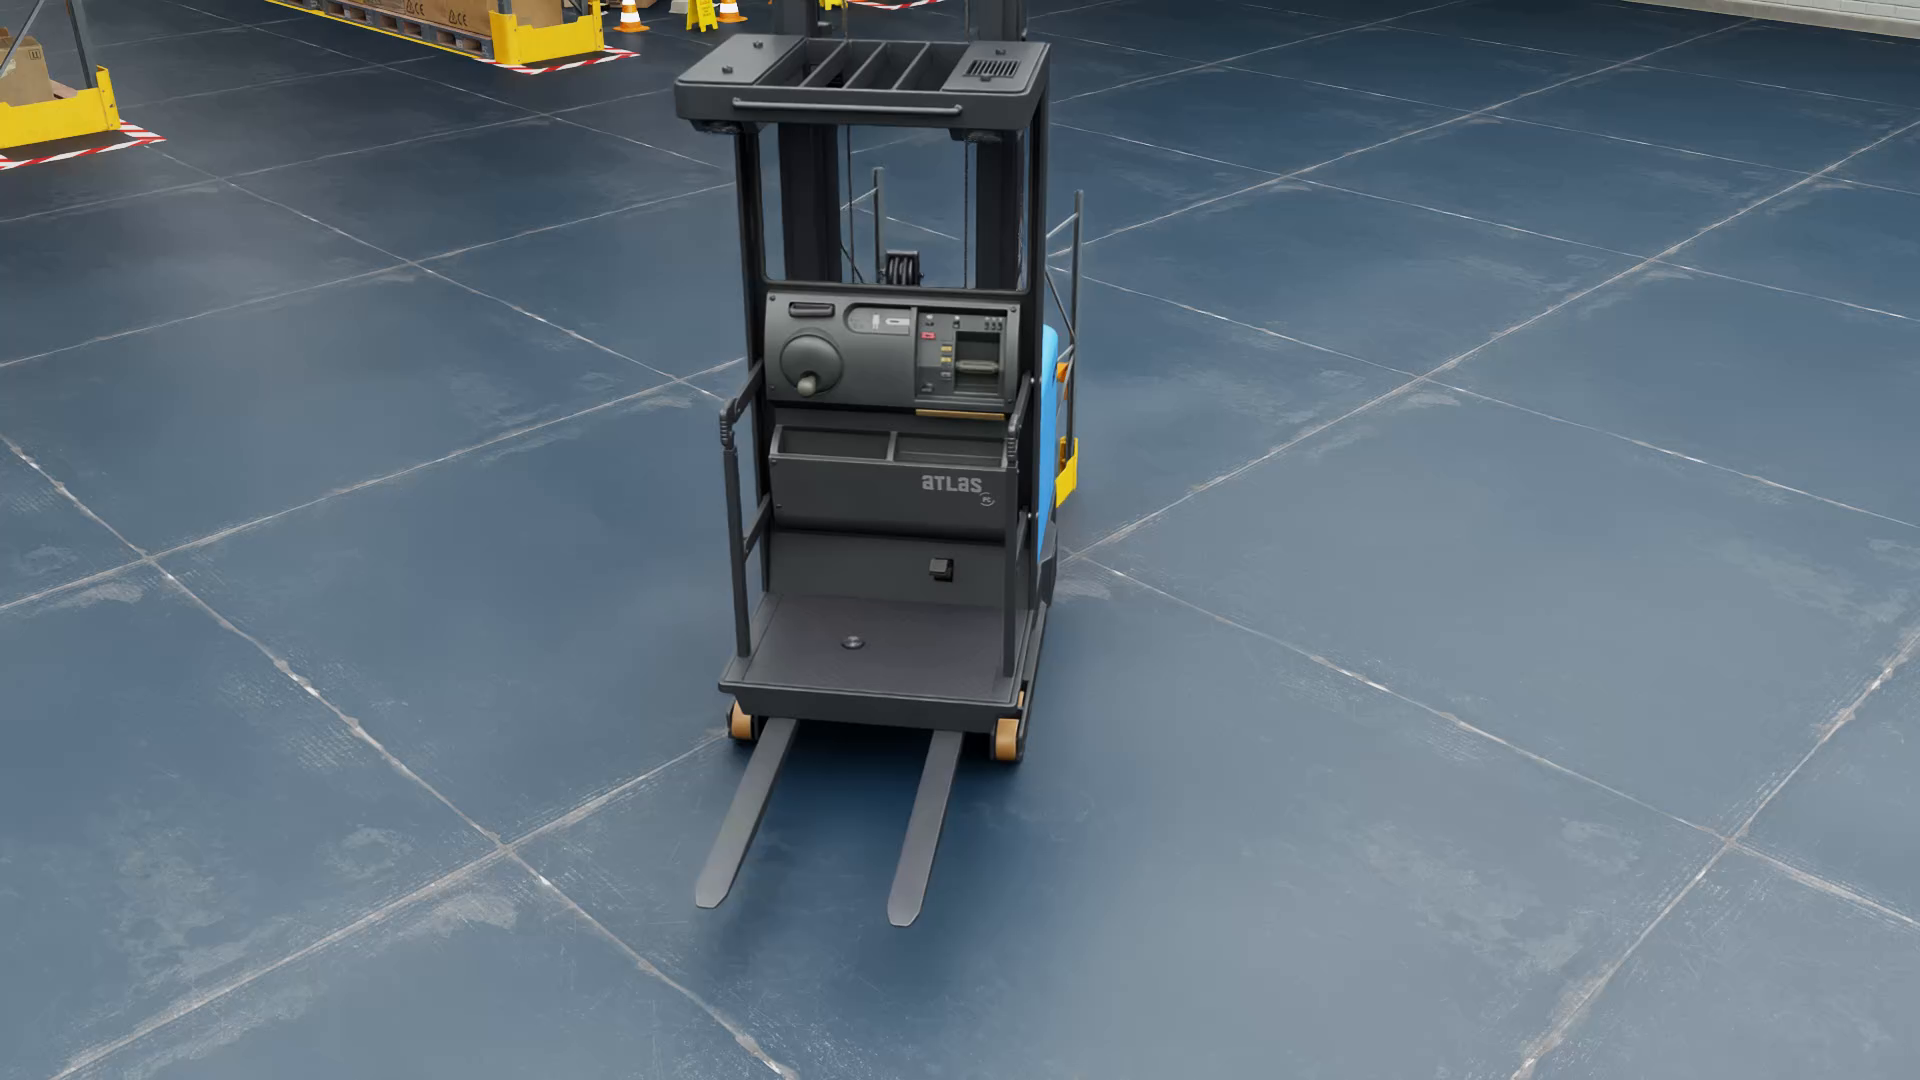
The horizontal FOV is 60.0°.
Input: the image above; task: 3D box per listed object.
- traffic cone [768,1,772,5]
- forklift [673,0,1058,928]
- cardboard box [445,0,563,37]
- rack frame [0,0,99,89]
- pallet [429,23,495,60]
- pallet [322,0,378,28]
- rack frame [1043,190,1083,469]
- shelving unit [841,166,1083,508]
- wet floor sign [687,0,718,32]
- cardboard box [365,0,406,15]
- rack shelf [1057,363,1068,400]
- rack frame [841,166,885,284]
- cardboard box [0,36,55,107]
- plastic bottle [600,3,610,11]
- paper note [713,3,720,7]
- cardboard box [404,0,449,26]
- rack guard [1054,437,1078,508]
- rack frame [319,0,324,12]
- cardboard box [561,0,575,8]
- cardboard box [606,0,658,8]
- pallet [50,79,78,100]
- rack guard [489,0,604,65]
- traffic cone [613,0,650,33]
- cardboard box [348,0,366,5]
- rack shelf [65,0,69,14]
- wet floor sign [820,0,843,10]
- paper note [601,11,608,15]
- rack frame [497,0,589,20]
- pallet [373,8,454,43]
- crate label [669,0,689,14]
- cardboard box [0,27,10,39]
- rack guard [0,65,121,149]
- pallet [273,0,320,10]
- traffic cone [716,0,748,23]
[{"bbox_3d":[-2.112,-6.674,19.946,0.334,0.463,0.336,25,36,38],"label":"traffic cone"},{"bbox_3d":[-0.276,-0.647,5.832,1.130,2.935,3.031,4,28,7],"label":"forklift"},{"bbox_3d":[-4.829,-5.854,17.492,0.875,0.875,0.875,25,37,39],"label":"cardboard box"},{"bbox_3d":[-7.849,-4.796,13.648,0.127,3.000,1.000,25,36,38],"label":"rack frame"},{"bbox_3d":[-4.924,-5.410,17.811,1.213,0.211,1.003,25,36,38],"label":"pallet"},{"bbox_3d":[-6.664,-6.206,19.326,1.213,0.211,1.003,25,36,38],"label":"pallet"},{"bbox_3d":[0.446,-0.818,7.694,0.032,1.500,0.500,12,30,21],"label":"rack frame"},{"bbox_3d":[-0.028,-0.915,7.879,1.083,1.500,0.587,12,30,21],"label":"shelving unit"},{"bbox_3d":[-2.890,-6.015,18.495,0.232,0.644,0.267,18,33,30],"label":"wet floor sign"},{"bbox_3d":[-6.107,-6.438,18.603,0.875,0.875,0.875,25,37,39],"label":"cardboard box"},{"bbox_3d":[-0.019,-0.754,7.959,1.000,0.185,0.538,12,30,21],"label":"rack shelf"},{"bbox_3d":[-0.485,-1.008,8.056,0.032,1.500,0.500,12,30,21],"label":"rack frame"},{"bbox_3d":[-8.282,-4.085,14.530,0.500,0.500,0.500,-18,33,-30],"label":"cardboard box"},{"bbox_3d":[-4.302,-6.325,19.713,0.283,0.061,0.133,12,30,22],"label":"plastic bottle"},{"bbox_3d":[-2.970,-6.419,19.924,0.142,0.019,0.148,12,30,22],"label":"paper note"},{"bbox_3d":[-5.458,-6.140,18.036,0.875,0.875,0.875,24,36,38],"label":"cardboard box"},{"bbox_3d":[0.428,-0.269,7.992,0.087,0.250,0.587,12,30,21],"label":"rack guard"},{"bbox_3d":[-7.151,-7.714,19.198,0.127,3.000,1.000,25,36,38],"label":"rack frame"},{"bbox_3d":[-4.634,-6.554,19.930,0.396,0.266,0.258,-18,33,-31],"label":"cardboard box"},{"bbox_3d":[-3.928,-6.713,19.976,0.637,0.503,0.797,2,28,4],"label":"cardboard box"},{"bbox_3d":[-8.457,-3.863,14.871,1.213,0.211,1.003,25,36,38],"label":"pallet"},{"bbox_3d":[-4.282,-5.295,17.283,0.348,0.500,1.175,25,36,38],"label":"rack guard"},{"bbox_3d":[-3.682,-5.931,18.532,0.334,0.463,0.336,25,36,38],"label":"traffic cone"},{"bbox_3d":[-6.752,-6.731,19.160,0.875,0.875,0.875,-25,36,-38],"label":"cardboard box"},{"bbox_3d":[-9.275,-5.130,15.056,4.000,0.370,1.077,25,36,38],"label":"rack shelf"},{"bbox_3d":[-1.515,-6.626,19.657,0.267,0.644,0.232,-13,30,-22],"label":"wet floor sign"},{"bbox_3d":[-4.197,-6.156,19.426,0.144,0.017,0.142,-13,30,-22],"label":"paper note"},{"bbox_3d":[-4.299,-6.409,16.716,0.127,3.000,1.000,25,36,38],"label":"rack frame"},{"bbox_3d":[-5.790,-5.808,18.568,1.213,0.211,1.003,25,36,38],"label":"pallet"},{"bbox_3d":[-3.252,-6.287,19.559,0.298,0.136,0.250,7,29,13],"label":"crate label"},{"bbox_3d":[-8.732,-4.268,14.879,0.500,0.500,0.500,-15,31,-27],"label":"cardboard box"},{"bbox_3d":[-7.903,-3.714,14.277,0.348,0.500,1.175,25,36,38],"label":"rack guard"},{"bbox_3d":[-7.754,-6.707,20.278,1.213,0.211,1.003,25,36,38],"label":"pallet"},{"bbox_3d":[-2.648,-6.195,19.034,0.334,0.463,0.336,25,36,38],"label":"traffic cone"}]
